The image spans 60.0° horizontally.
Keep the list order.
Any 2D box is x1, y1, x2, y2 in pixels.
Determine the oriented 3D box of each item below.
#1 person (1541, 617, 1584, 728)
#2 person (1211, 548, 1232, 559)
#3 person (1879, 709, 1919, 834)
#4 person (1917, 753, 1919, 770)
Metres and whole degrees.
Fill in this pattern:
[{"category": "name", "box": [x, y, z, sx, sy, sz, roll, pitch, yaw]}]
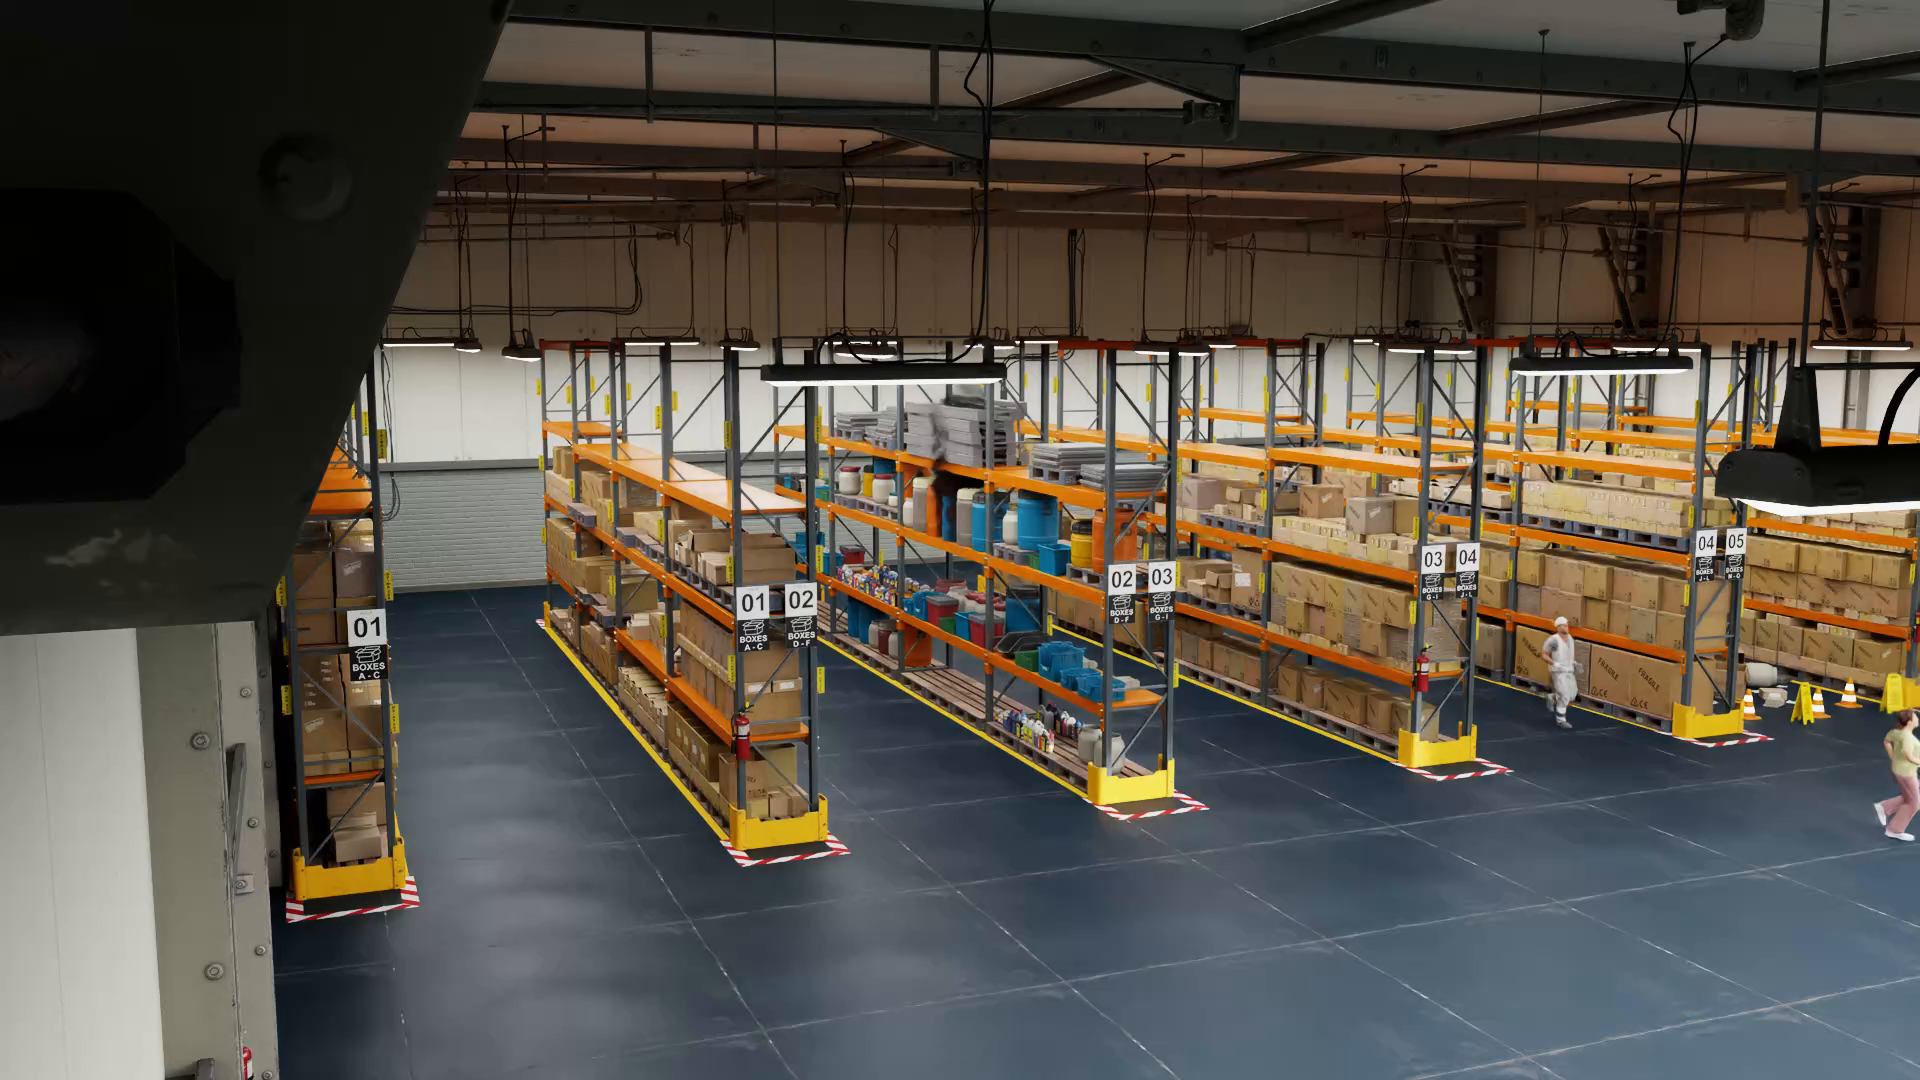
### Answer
[{"category": "person", "box": [9.442, 2.069, 26.247, 0.656, 1.745, 0.615, -4, 8, -27]}, {"category": "person", "box": [6.665, 0.040, 42.193, 1.033, 1.711, 0.673, -4, 8, -25]}, {"category": "person", "box": [11.643, 2.845, 20.445, 0.503, 1.571, 0.617, 2, 8, 14]}, {"category": "person", "box": [13.637, 2.551, 23.277, 0.583, 1.572, 0.531, 4, 8, 27]}]
